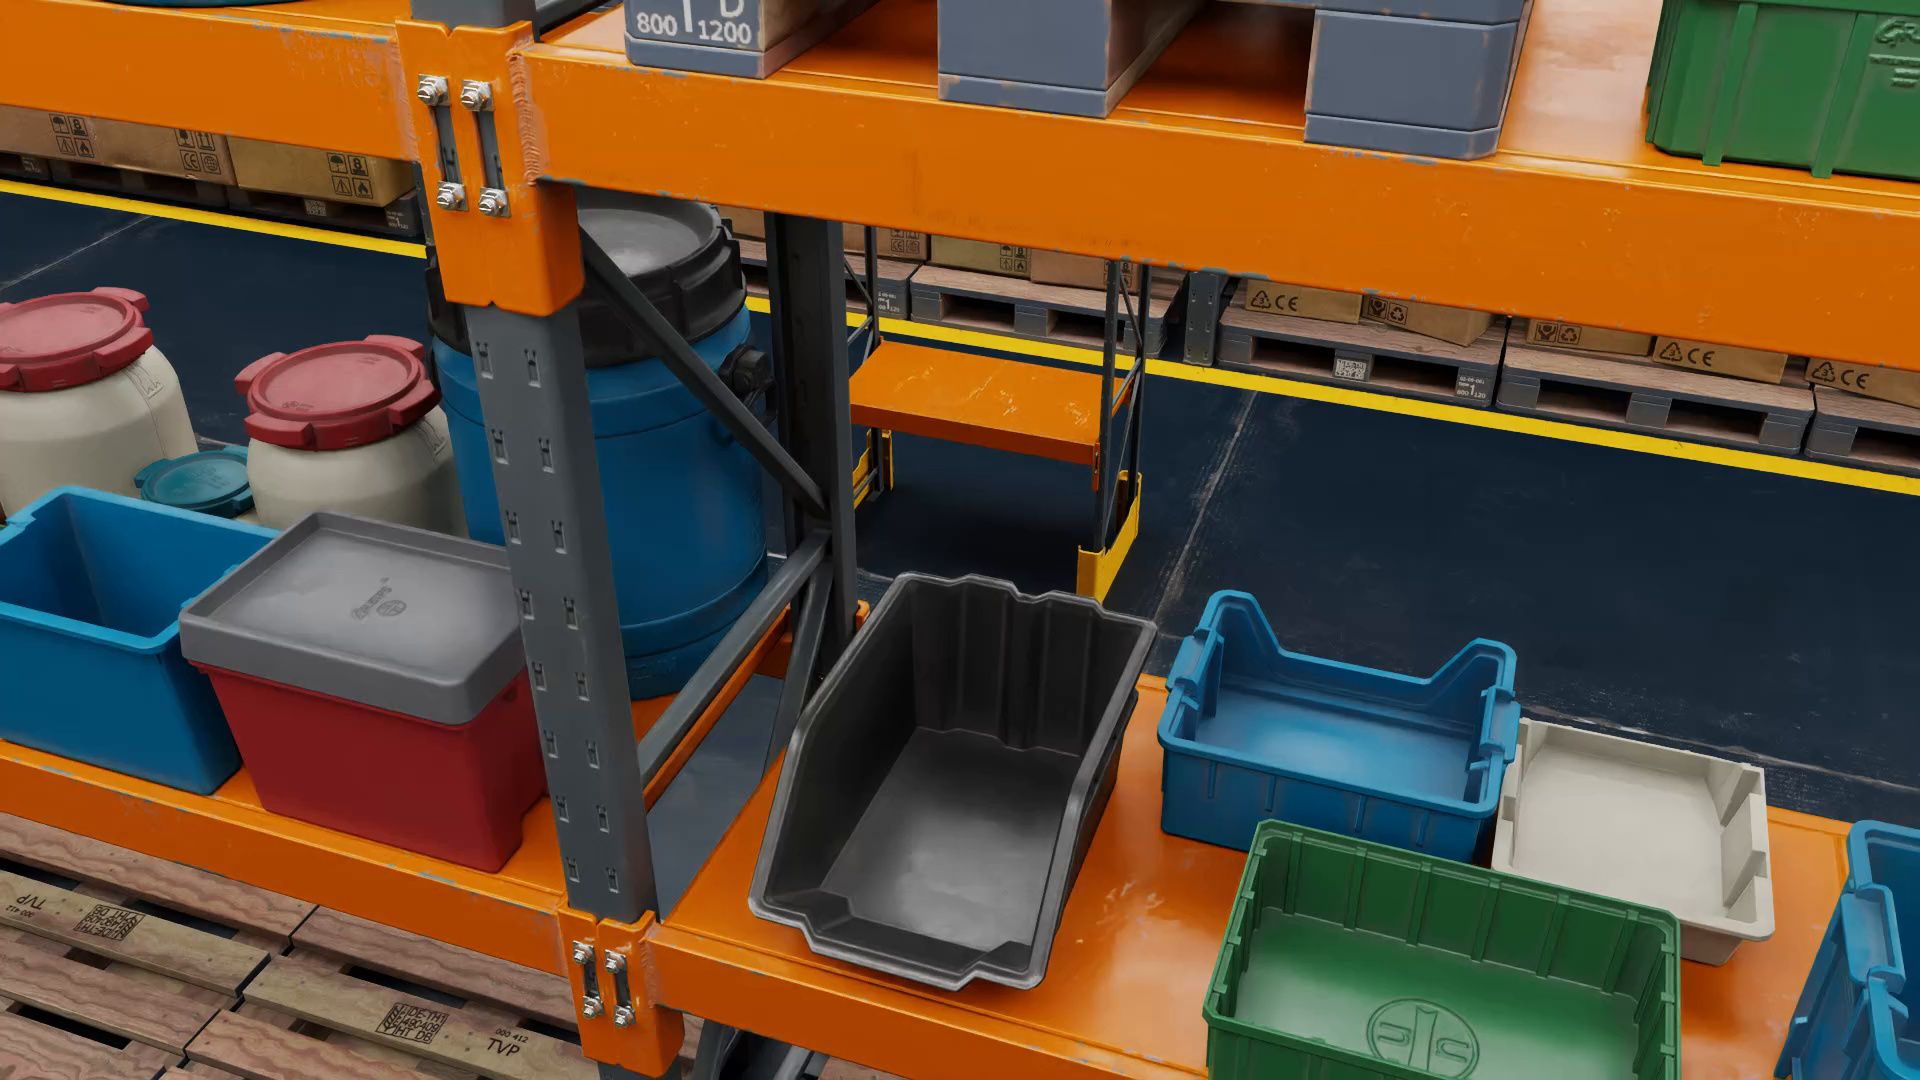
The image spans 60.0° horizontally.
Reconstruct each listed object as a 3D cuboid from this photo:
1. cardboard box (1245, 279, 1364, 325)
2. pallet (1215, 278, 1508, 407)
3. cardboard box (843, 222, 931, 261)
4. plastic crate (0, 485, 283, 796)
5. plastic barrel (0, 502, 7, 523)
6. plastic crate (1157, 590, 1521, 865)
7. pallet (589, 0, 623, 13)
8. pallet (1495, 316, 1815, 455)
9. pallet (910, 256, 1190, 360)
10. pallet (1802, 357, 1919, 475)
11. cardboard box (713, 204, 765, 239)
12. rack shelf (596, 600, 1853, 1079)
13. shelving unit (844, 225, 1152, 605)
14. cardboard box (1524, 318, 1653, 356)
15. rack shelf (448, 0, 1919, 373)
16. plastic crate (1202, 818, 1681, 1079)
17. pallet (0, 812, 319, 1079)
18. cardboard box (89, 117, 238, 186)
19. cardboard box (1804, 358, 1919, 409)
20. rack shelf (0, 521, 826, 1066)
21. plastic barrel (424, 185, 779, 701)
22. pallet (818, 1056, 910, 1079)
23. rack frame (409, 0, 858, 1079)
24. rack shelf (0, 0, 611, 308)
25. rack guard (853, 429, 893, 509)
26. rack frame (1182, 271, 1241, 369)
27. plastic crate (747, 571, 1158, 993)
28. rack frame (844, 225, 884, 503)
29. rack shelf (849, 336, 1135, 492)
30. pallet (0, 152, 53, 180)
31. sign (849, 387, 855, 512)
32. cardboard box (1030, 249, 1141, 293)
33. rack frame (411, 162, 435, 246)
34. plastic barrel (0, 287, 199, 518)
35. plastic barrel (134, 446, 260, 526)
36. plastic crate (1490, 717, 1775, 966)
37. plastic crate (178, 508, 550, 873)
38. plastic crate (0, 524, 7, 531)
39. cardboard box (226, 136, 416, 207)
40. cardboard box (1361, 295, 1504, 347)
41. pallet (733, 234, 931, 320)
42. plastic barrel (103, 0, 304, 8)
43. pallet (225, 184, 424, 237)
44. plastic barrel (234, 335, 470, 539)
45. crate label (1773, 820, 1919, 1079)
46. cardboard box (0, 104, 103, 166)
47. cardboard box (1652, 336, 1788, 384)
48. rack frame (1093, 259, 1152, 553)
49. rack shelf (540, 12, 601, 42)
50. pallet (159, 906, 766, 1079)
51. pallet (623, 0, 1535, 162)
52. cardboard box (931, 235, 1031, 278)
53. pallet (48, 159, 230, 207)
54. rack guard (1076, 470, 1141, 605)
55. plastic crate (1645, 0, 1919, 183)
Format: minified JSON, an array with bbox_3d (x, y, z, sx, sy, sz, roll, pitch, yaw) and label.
[{"bbox_3d":[1.591,-1.326,7.456,0.500,0.500,0.500,10,34,15],"label":"cardboard box"},{"bbox_3d":[1.872,-1.017,7.631,1.213,0.211,1.003,11,34,16],"label":"pallet"},{"bbox_3d":[-0.312,-1.751,8.095,0.500,0.500,0.700,8,34,12],"label":"cardboard box"},{"bbox_3d":[-1.586,0.199,3.191,0.575,0.384,0.392,11,34,16],"label":"plastic crate"},{"bbox_3d":[-2.368,-0.322,3.858,0.433,0.535,0.433,0,33,0],"label":"plastic barrel"},{"bbox_3d":[0.690,0.362,3.061,0.616,0.251,0.499,11,34,16],"label":"plastic crate"},{"bbox_3d":[-1.831,-2.869,8.105,1.003,0.211,1.213,11,34,16],"label":"pallet"},{"bbox_3d":[3.024,-0.795,7.286,1.213,0.211,1.003,11,34,16],"label":"pallet"},{"bbox_3d":[0.494,-1.264,8.013,1.213,0.211,1.003,11,34,16],"label":"pallet"},{"bbox_3d":[4.169,-0.571,6.939,1.213,0.211,1.003,11,34,16],"label":"pallet"},{"bbox_3d":[-0.838,-1.853,8.253,0.500,0.500,0.700,14,35,20],"label":"cardboard box"},{"bbox_3d":[1.440,0.904,2.748,4.000,0.370,1.077,11,34,16],"label":"rack shelf"},{"bbox_3d":[0.072,-0.616,5.822,1.083,1.500,0.587,11,34,16],"label":"shelving unit"},{"bbox_3d":[2.744,-1.152,7.186,0.500,0.500,0.500,8,34,12],"label":"cardboard box"},{"bbox_3d":[1.440,-0.356,1.934,4.000,0.370,1.077,11,34,16],"label":"rack shelf"},{"bbox_3d":[0.740,0.717,2.569,0.662,0.188,0.450,11,34,16],"label":"plastic crate"},{"bbox_3d":[-2.348,1.061,4.412,1.213,0.211,1.003,11,34,16],"label":"pallet"},{"bbox_3d":[-4.017,-2.613,9.104,0.875,0.875,1.225,11,34,17],"label":"cardboard box"},{"bbox_3d":[3.837,-0.903,6.800,0.500,0.500,0.500,21,38,29],"label":"cardboard box"},{"bbox_3d":[-2.326,0.172,3.882,4.000,0.370,1.077,11,34,16],"label":"rack shelf"},{"bbox_3d":[-0.705,-0.200,3.333,0.708,0.901,0.600,11,34,16],"label":"plastic barrel"},{"bbox_3d":[0.175,1.551,3.653,1.213,0.211,1.003,11,34,16],"label":"pallet"},{"bbox_3d":[-0.443,0.236,3.120,0.127,3.000,1.000,11,34,16],"label":"rack frame"},{"bbox_3d":[-2.326,-1.088,3.068,4.000,0.370,1.077,11,34,16],"label":"rack shelf"},{"bbox_3d":[-0.397,-0.182,6.302,0.087,0.250,0.587,11,34,16],"label":"rack guard"},{"bbox_3d":[1.228,-2.293,7.037,0.127,3.000,1.000,11,34,16],"label":"rack frame"},{"bbox_3d":[0.007,0.422,2.888,0.504,0.338,0.767,11,34,16],"label":"plastic crate"},{"bbox_3d":[-0.398,-0.707,5.963,0.032,1.500,0.500,11,34,16],"label":"rack frame"},{"bbox_3d":[0.080,-0.463,5.917,1.000,0.185,0.538,11,34,16],"label":"rack shelf"},{"bbox_3d":[-5.551,-2.483,9.901,1.213,0.211,1.003,11,34,16],"label":"pallet"},{"bbox_3d":[-0.247,-0.160,3.477,0.005,0.325,0.100,11,34,16],"label":"sign"},{"bbox_3d":[0.657,-1.552,7.787,0.500,0.500,0.700,8,34,13],"label":"cardboard box"},{"bbox_3d":[-2.538,-3.025,8.171,0.127,3.000,1.000,11,34,16],"label":"rack frame"},{"bbox_3d":[-1.960,-0.243,3.735,0.433,0.535,0.433,0,33,0],"label":"plastic barrel"},{"bbox_3d":[-1.637,-0.027,3.654,0.301,0.262,0.301,0,33,0],"label":"plastic barrel"},{"bbox_3d":[1.171,0.514,2.931,0.437,0.136,0.530,11,34,16],"label":"plastic crate"},{"bbox_3d":[-1.002,0.276,2.998,0.583,0.464,0.402,11,34,16],"label":"plastic crate"},{"bbox_3d":[-2.178,0.150,3.448,0.662,0.188,0.450,11,34,16],"label":"plastic crate"},{"bbox_3d":[-3.180,-2.446,8.845,0.875,0.875,1.225,9,34,14],"label":"cardboard box"},{"bbox_3d":[2.133,-1.225,7.300,0.500,0.500,0.500,23,39,31],"label":"cardboard box"},{"bbox_3d":[-0.658,-1.486,8.357,1.213,0.211,1.003,11,34,16],"label":"pallet"},{"bbox_3d":[-0.995,-1.217,2.143,0.708,0.901,0.600,11,34,16],"label":"plastic barrel"},{"bbox_3d":[-3.254,-2.037,9.210,1.213,0.211,1.003,11,34,16],"label":"pallet"},{"bbox_3d":[-1.270,-0.109,3.527,0.433,0.535,0.433,0,33,0],"label":"plastic barrel"},{"bbox_3d":[1.499,0.754,2.284,0.616,0.435,0.502,11,34,16],"label":"crate label"},{"bbox_3d":[-4.852,-2.771,9.348,0.875,0.875,1.225,10,34,15],"label":"cardboard box"},{"bbox_3d":[3.254,-1.027,6.992,0.500,0.500,0.500,14,35,21],"label":"cardboard box"},{"bbox_3d":[0.559,-0.521,5.675,0.032,1.500,0.500,11,34,16],"label":"rack frame"},{"bbox_3d":[-0.655,-2.357,7.799,4.000,0.370,1.077,11,34,16],"label":"rack shelf"},{"bbox_3d":[-1.195,1.283,4.068,1.213,0.211,1.003,11,34,16],"label":"pallet"},{"bbox_3d":[0.269,-0.863,2.230,1.003,0.211,1.213,11,34,16],"label":"pallet"},{"bbox_3d":[0.214,-1.648,7.937,0.500,0.500,0.700,11,34,16],"label":"cardboard box"},{"bbox_3d":[-4.399,-2.261,9.557,1.213,0.211,1.003,11,34,16],"label":"pallet"},{"bbox_3d":[0.541,0.000,6.019,0.087,0.250,0.587,11,34,16],"label":"rack guard"},{"bbox_3d":[0.950,-0.508,1.701,0.450,0.188,0.336,11,34,16],"label":"plastic crate"}]
